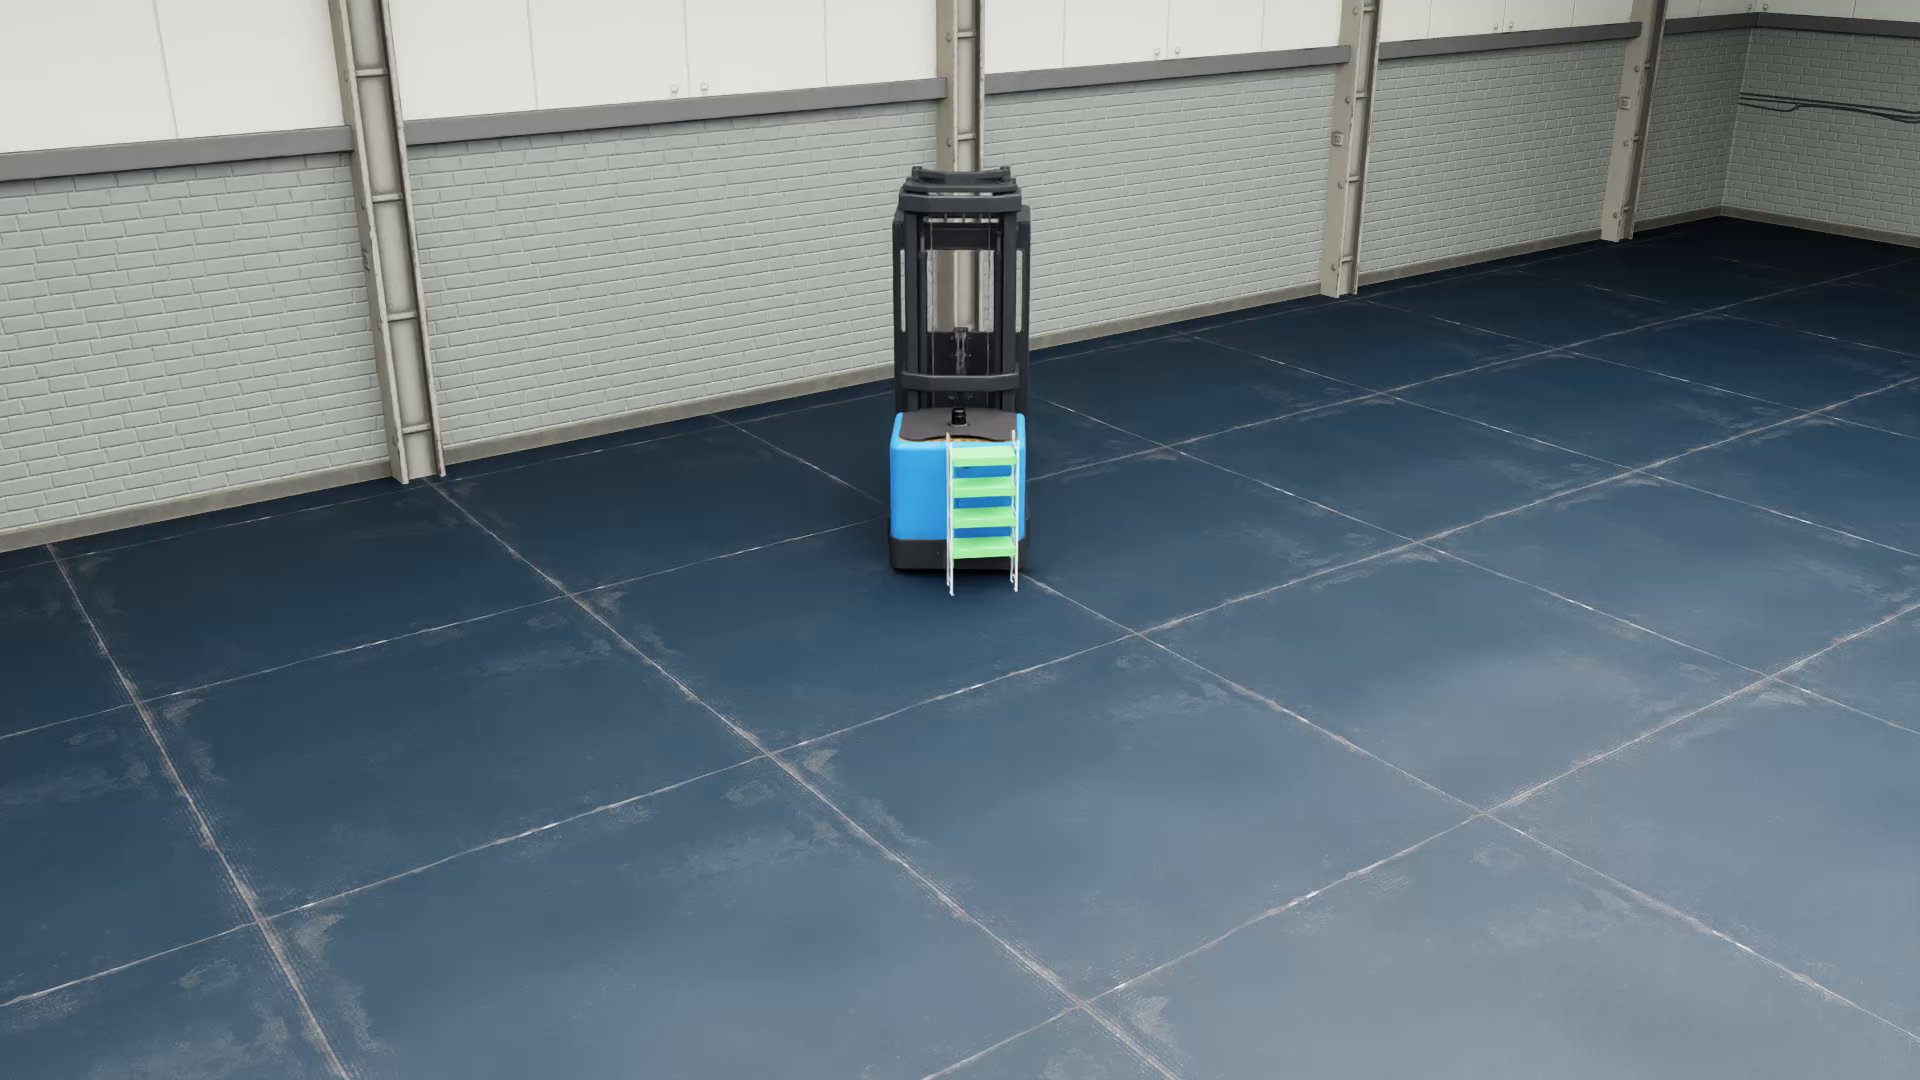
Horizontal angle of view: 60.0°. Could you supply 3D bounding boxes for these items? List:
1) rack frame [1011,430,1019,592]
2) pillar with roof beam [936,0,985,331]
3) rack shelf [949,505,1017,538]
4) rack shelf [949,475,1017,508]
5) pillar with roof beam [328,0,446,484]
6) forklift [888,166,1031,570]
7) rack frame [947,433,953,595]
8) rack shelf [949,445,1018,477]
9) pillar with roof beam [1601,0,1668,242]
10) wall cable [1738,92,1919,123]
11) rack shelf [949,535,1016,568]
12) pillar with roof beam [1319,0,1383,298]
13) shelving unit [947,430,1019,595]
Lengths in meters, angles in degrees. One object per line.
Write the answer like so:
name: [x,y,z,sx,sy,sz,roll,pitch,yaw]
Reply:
rack frame: [0.409,-0.207,12.392,0.015,1.200,0.240,-2,22,-6]
pillar with roof beam: [2.518,-4.766,13.294,0.400,9.000,9.100,-15,26,-33]
rack shelf: [0.166,-0.138,12.390,0.480,0.148,0.258,-2,22,-6]
rack shelf: [0.166,-0.361,12.301,0.480,0.148,0.258,-2,22,-6]
pillar with roof beam: [-2.352,-3.468,10.039,0.400,9.000,9.100,-15,26,-33]
forklift: [0.019,-1.631,13.624,1.130,2.935,3.031,1,22,1]
rack frame: [-0.076,-0.187,12.341,0.015,1.200,0.240,-2,22,-6]
rack shelf: [0.166,-0.584,12.212,0.480,0.148,0.258,-2,22,-6]
pillar with roof beam: [12.259,-7.364,19.803,0.400,9.000,9.100,-15,26,-33]
wall cable: [12.909,-7.457,24.225,0.112,2.526,3.097,-15,26,-33]
rack shelf: [0.166,0.085,12.479,0.480,0.148,0.258,-2,22,-6]
pillar with roof beam: [7.389,-6.065,16.548,0.400,9.000,9.100,-15,26,-33]
shelving unit: [0.166,-0.197,12.366,0.503,1.200,0.258,-2,22,-6]
